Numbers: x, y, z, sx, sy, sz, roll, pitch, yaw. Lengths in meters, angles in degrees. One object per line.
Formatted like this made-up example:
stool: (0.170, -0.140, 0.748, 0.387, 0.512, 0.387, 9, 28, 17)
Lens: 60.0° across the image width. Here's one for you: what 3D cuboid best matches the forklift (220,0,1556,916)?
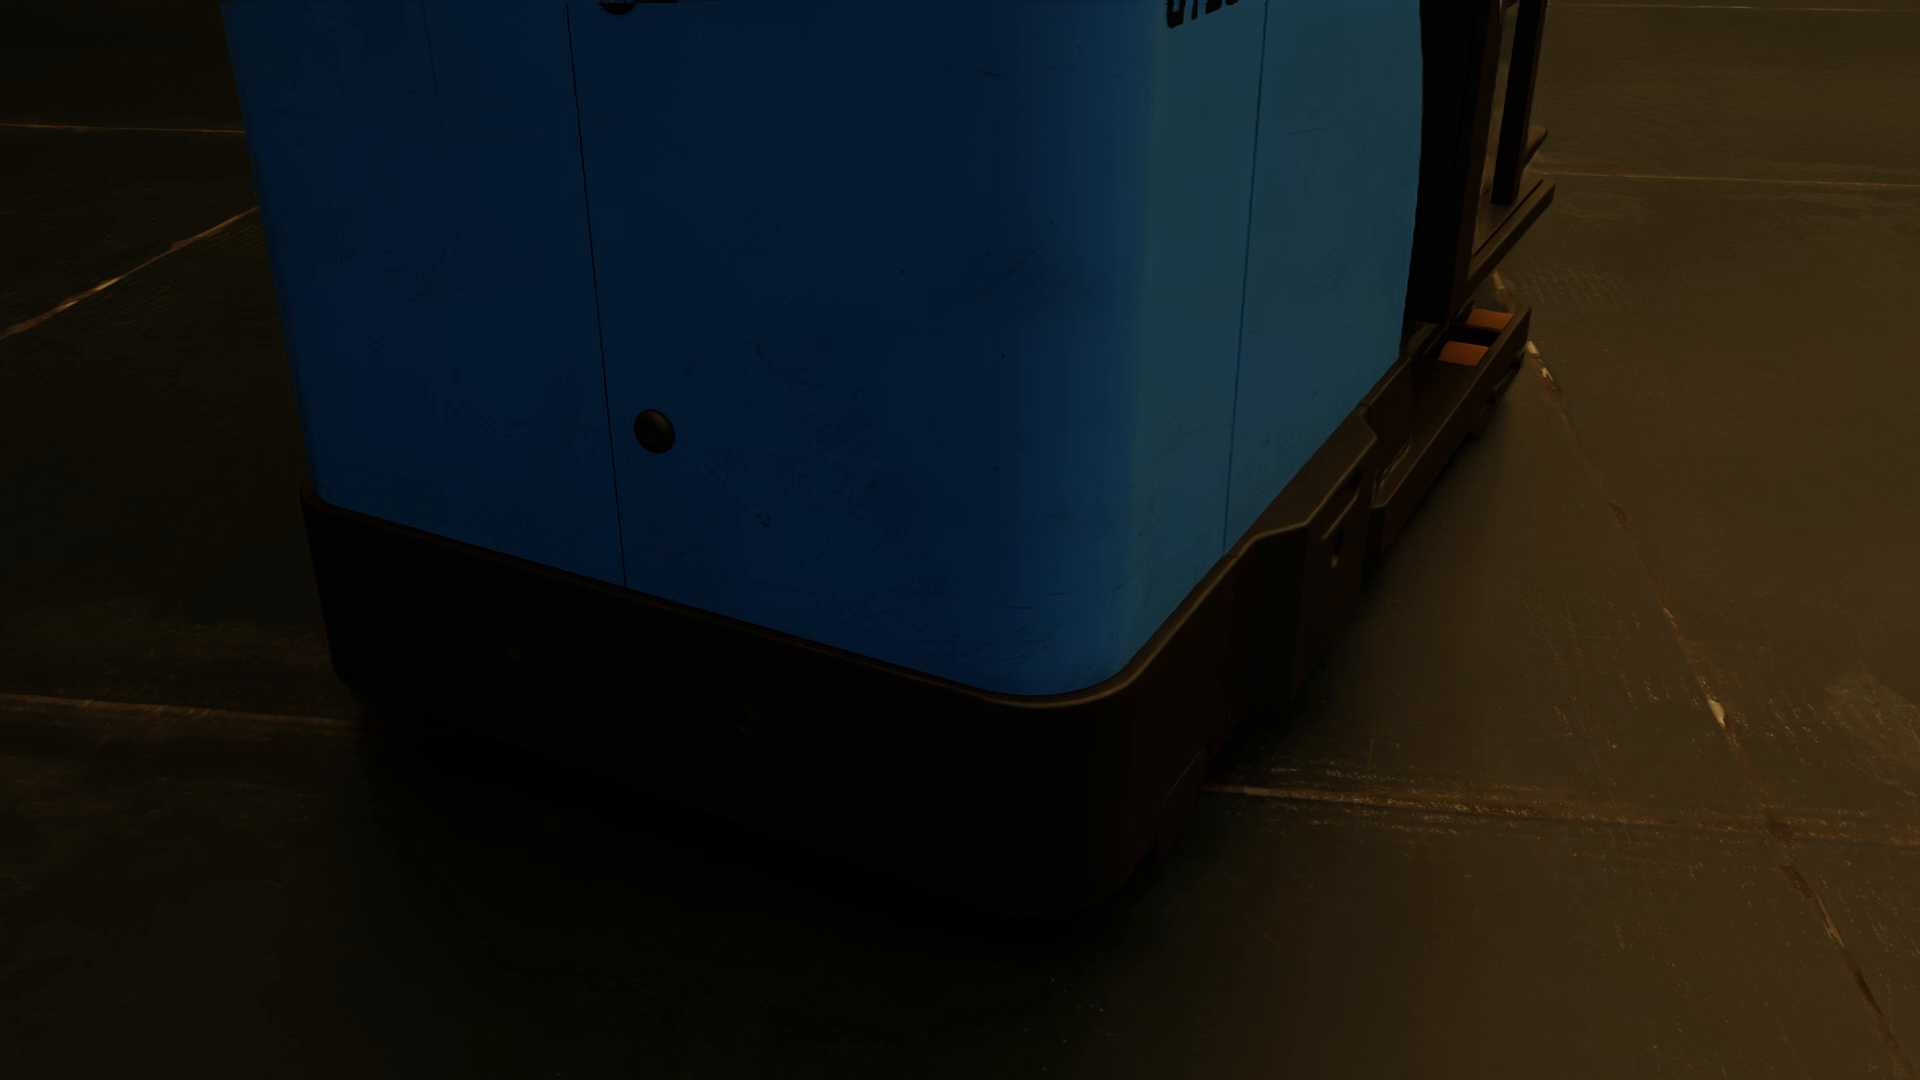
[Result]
forklift: (0.376, -1.571, 2.367, 1.130, 2.935, 3.031, 14, 30, 25)
